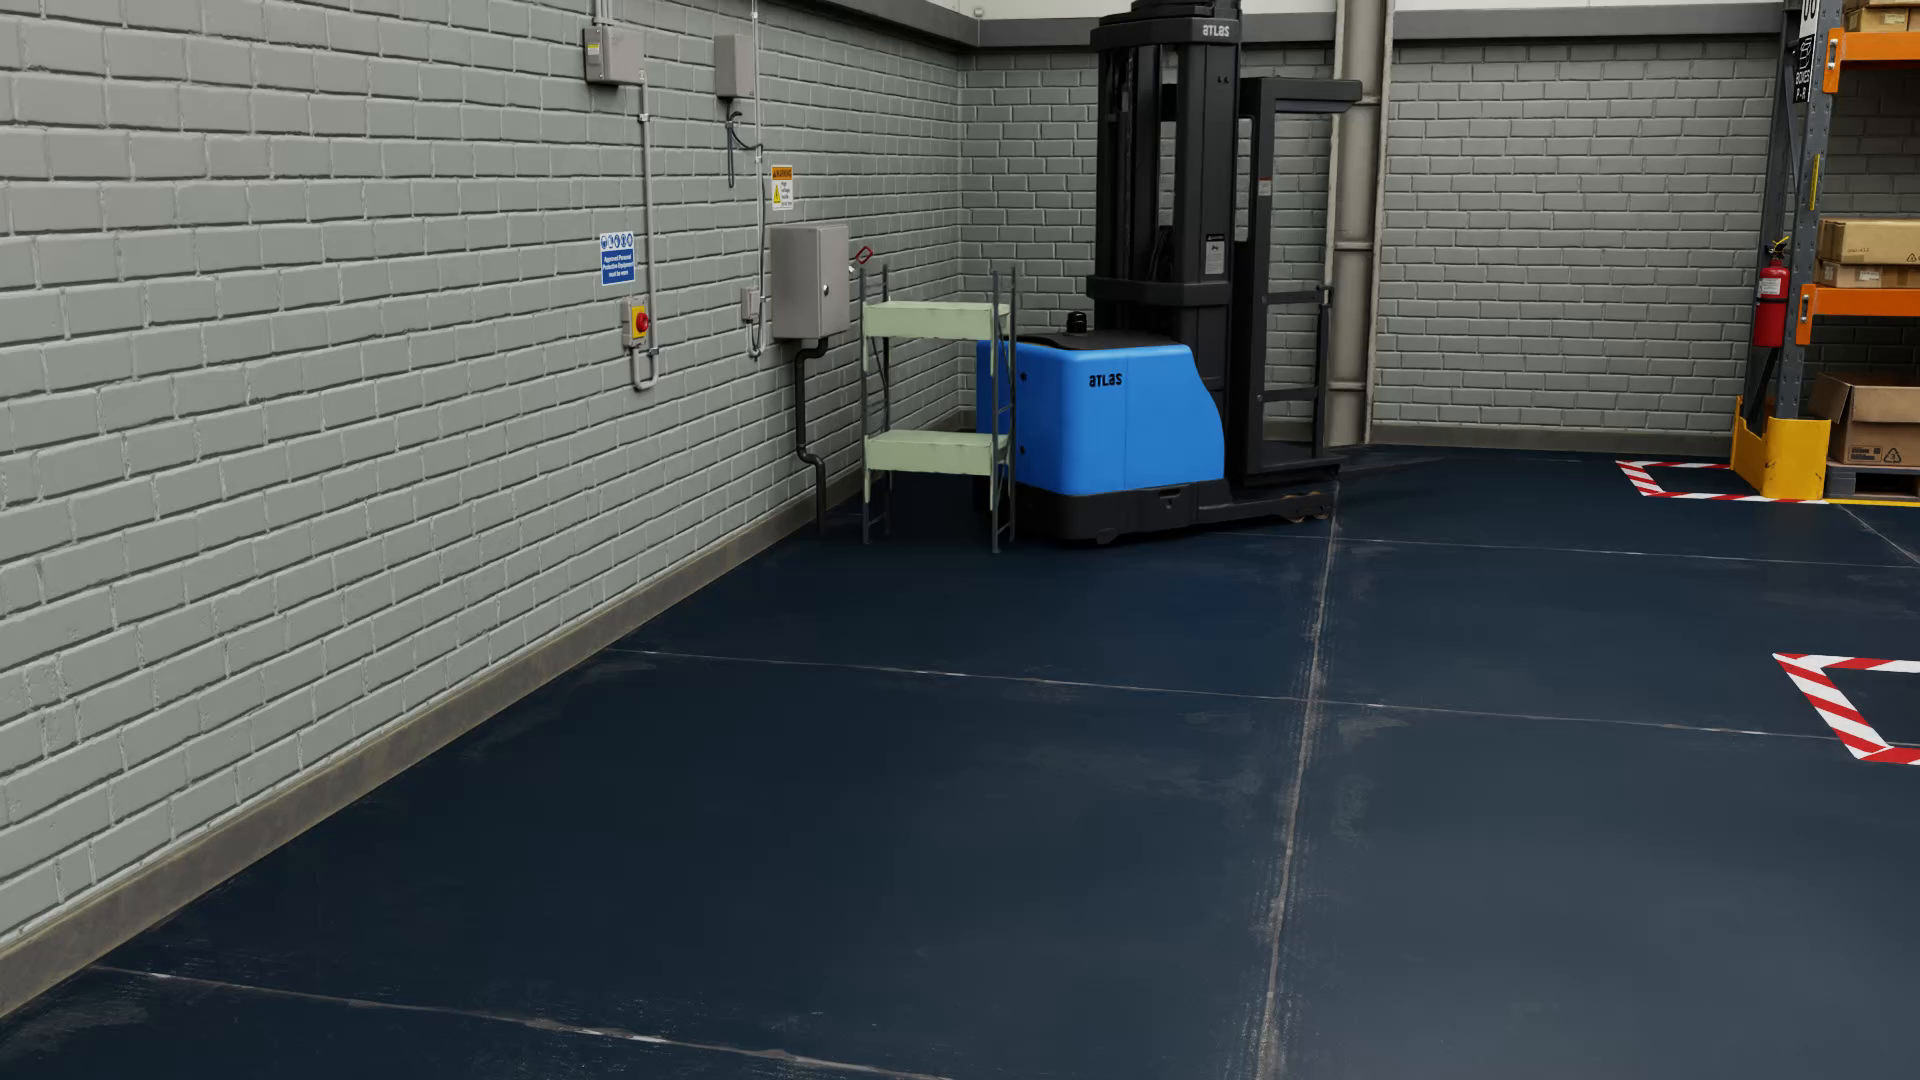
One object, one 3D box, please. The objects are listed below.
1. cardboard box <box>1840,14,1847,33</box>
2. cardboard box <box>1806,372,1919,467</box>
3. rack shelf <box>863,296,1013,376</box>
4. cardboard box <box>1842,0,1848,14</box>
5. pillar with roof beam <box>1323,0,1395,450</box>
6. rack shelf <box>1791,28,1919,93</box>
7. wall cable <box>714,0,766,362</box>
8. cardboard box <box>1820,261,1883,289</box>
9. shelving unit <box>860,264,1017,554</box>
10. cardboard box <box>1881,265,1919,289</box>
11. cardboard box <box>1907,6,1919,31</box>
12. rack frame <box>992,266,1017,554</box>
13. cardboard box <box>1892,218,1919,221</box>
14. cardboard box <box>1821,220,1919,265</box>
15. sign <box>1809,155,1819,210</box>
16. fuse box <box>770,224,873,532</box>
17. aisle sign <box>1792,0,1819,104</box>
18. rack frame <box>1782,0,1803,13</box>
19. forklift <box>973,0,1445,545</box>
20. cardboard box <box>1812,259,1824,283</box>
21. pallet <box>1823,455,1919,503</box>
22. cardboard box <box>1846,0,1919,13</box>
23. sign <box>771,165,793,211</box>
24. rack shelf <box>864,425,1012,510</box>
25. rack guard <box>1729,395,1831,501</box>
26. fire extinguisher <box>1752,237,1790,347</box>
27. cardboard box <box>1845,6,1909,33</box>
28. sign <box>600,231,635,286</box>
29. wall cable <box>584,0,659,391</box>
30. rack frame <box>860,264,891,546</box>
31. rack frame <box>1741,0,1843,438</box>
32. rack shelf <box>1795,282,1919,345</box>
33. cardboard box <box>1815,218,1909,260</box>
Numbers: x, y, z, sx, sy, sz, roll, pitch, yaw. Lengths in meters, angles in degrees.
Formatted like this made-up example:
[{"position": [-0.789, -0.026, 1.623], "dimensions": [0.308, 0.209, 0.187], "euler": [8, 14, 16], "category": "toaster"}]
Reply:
[{"position": [5.633, -3.216, 10.457], "dimensions": [0.250, 0.149, 0.380], "euler": [3, 13, 15], "category": "cardboard box"}, {"position": [5.838, -0.777, 10.603], "dimensions": [0.637, 0.503, 0.797], "euler": [3, 13, 11], "category": "cardboard box"}, {"position": [-0.112, -1.102, 8.936], "dimensions": [0.720, 0.370, 0.431], "euler": [4, 13, 16], "category": "rack shelf"}, {"position": [5.764, -3.413, 10.424], "dimensions": [0.500, 0.250, 0.500], "euler": [3, 13, 13], "category": "cardboard box"}, {"position": [1.834, -4.195, 7.366], "dimensions": [0.400, 9.000, 9.100], "euler": [3, 13, 14], "category": "pillar with roof beam"}, {"position": [7.209, -2.851, 9.896], "dimensions": [4.000, 0.370, 1.077], "euler": [3, 13, 14], "category": "rack shelf"}, {"position": [-1.070, -1.881, 8.439], "dimensions": [0.122, 1.984, 0.588], "euler": [3, 13, 14], "category": "wall cable"}, {"position": [5.521, -1.645, 10.301], "dimensions": [0.250, 0.149, 0.380], "euler": [3, 13, 13], "category": "cardboard box"}, {"position": [-0.112, -0.721, 9.021], "dimensions": [0.755, 1.500, 0.431], "euler": [4, 13, 16], "category": "shelving unit"}, {"position": [5.779, -1.641, 10.285], "dimensions": [0.250, 0.149, 0.380], "euler": [3, 13, 15], "category": "cardboard box"}, {"position": [5.782, -3.110, 9.982], "dimensions": [0.250, 0.149, 0.380], "euler": [3, 13, 15], "category": "cardboard box"}, {"position": [0.238, -0.698, 8.917], "dimensions": [0.023, 1.500, 0.400], "euler": [4, 13, 16], "category": "rack frame"}, {"position": [6.278, -1.919, 10.617], "dimensions": [0.500, 0.250, 0.500], "euler": [3, 13, 14], "category": "cardboard box"}, {"position": [5.643, -1.834, 10.233], "dimensions": [0.500, 0.250, 0.500], "euler": [3, 13, 14], "category": "cardboard box"}, {"position": [5.138, -2.150, 10.003], "dimensions": [0.005, 0.325, 0.100], "euler": [3, 13, 14], "category": "sign"}, {"position": [-0.753, -0.891, 9.298], "dimensions": [0.414, 1.711, 0.539], "euler": [3, 13, 14], "category": "fuse box"}, {"position": [5.131, -3.053, 10.067], "dimensions": [0.004, 0.787, 0.394], "euler": [3, 13, 14], "category": "aisle sign"}, {"position": [5.267, -4.771, 9.961], "dimensions": [0.127, 3.000, 1.000], "euler": [3, 13, 14], "category": "rack frame"}, {"position": [1.605, -1.619, 9.765], "dimensions": [3.031, 2.935, 1.130], "euler": [-7, 15, -30], "category": "forklift"}, {"position": [5.653, -1.759, 10.815], "dimensions": [0.250, 0.149, 0.380], "euler": [3, 13, 13], "category": "cardboard box"}, {"position": [6.115, -0.435, 10.709], "dimensions": [1.213, 0.211, 1.003], "euler": [3, 13, 14], "category": "pallet"}, {"position": [5.633, -3.298, 9.907], "dimensions": [0.500, 0.250, 0.500], "euler": [3, 13, 13], "category": "cardboard box"}, {"position": [-0.968, -1.922, 9.065], "dimensions": [0.001, 0.242, 0.339], "euler": [3, 13, 14], "category": "sign"}, {"position": [-0.112, -0.403, 9.091], "dimensions": [0.720, 0.370, 0.431], "euler": [4, 13, 16], "category": "rack shelf"}, {"position": [5.341, -0.618, 10.864], "dimensions": [0.348, 0.500, 1.175], "euler": [3, 13, 14], "category": "rack guard"}, {"position": [5.014, -1.533, 10.256], "dimensions": [0.183, 0.674, 0.296], "euler": [3, 13, 14], "category": "fire extinguisher"}, {"position": [5.521, -3.118, 10.018], "dimensions": [0.250, 0.149, 0.380], "euler": [3, 13, 15], "category": "cardboard box"}, {"position": [-1.469, -1.211, 7.141], "dimensions": [0.001, 0.218, 0.327], "euler": [3, 13, 14], "category": "sign"}, {"position": [-1.398, -1.597, 7.088], "dimensions": [0.123, 1.953, 0.585], "euler": [3, 13, 14], "category": "wall cable"}, {"position": [-0.462, -0.744, 9.124], "dimensions": [0.023, 1.500, 0.400], "euler": [4, 13, 16], "category": "rack frame"}, {"position": [5.267, -1.842, 10.611], "dimensions": [0.127, 3.000, 1.000], "euler": [3, 13, 14], "category": "rack frame"}, {"position": [7.209, -1.387, 10.221], "dimensions": [4.000, 0.370, 1.077], "euler": [3, 13, 14], "category": "rack shelf"}, {"position": [5.778, -1.946, 10.739], "dimensions": [0.500, 0.250, 0.500], "euler": [3, 13, 15], "category": "cardboard box"}]
